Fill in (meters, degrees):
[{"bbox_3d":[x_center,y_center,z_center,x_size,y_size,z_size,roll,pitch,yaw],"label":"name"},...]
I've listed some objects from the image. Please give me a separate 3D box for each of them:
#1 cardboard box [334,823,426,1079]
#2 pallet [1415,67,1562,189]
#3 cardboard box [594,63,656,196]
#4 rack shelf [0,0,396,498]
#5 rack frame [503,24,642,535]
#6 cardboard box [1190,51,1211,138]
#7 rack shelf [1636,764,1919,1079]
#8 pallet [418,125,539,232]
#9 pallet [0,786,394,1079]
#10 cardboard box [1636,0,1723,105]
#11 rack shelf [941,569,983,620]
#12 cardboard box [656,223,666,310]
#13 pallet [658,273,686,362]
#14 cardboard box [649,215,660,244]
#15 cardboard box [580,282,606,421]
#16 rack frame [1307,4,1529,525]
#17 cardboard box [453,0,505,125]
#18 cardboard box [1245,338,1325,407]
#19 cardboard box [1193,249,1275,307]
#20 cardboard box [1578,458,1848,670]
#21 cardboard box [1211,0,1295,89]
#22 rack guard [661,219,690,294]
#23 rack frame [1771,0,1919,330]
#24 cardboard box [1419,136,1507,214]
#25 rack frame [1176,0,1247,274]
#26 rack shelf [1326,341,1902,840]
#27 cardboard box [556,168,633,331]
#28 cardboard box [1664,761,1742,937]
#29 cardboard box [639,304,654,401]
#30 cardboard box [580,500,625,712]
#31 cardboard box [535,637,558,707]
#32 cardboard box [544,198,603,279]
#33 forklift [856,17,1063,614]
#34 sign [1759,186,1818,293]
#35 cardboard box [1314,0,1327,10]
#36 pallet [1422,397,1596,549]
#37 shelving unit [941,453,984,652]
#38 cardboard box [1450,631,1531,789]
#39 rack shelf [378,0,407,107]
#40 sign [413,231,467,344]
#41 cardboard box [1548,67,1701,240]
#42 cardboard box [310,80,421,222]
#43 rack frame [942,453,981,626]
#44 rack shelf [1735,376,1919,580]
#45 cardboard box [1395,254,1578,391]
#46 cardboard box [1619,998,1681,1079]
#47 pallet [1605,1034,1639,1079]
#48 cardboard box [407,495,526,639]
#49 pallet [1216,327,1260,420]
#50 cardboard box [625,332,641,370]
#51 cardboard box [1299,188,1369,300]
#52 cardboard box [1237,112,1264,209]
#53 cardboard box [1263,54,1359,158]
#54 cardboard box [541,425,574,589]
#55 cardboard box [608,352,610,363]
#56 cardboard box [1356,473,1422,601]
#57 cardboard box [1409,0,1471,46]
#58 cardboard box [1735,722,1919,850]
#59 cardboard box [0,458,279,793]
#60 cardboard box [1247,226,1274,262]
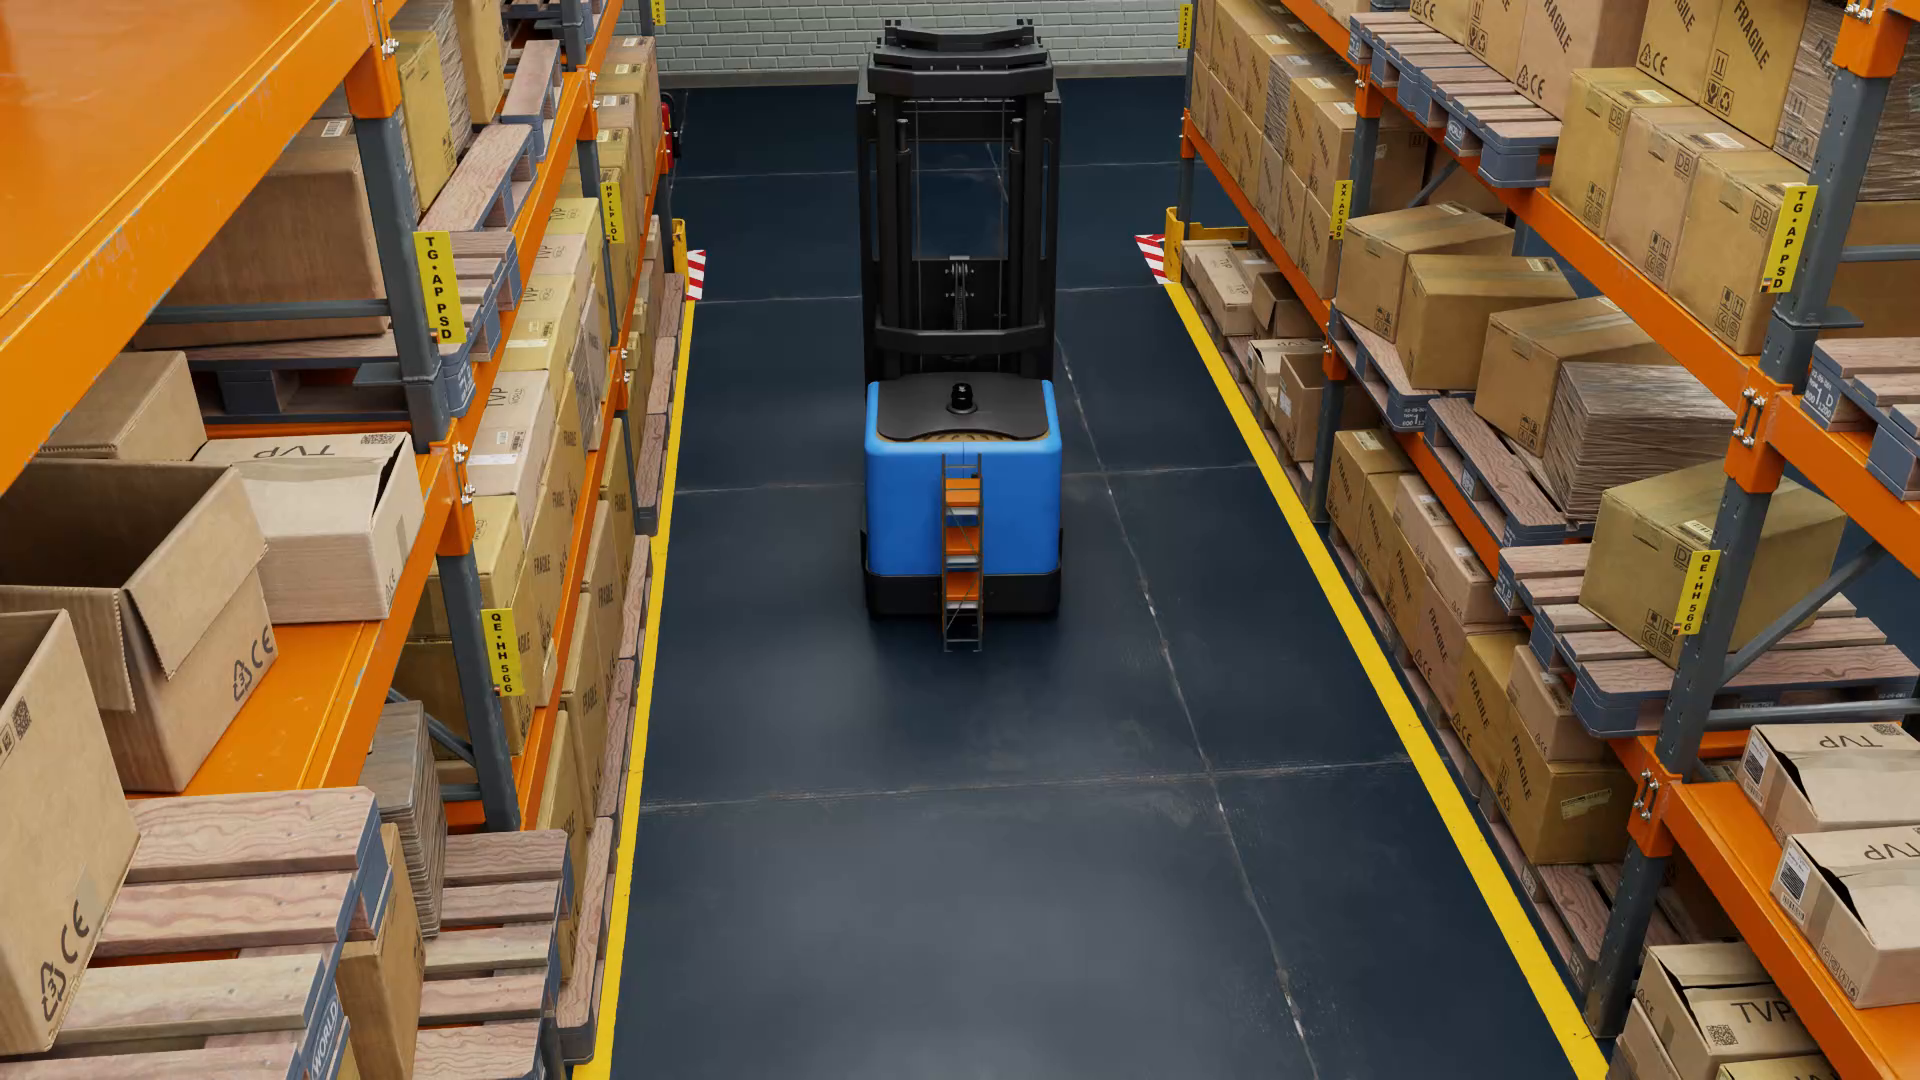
[{"bbox_3d":[-1.832,1.139,4.392,0.700,0.500,0.500,-6,31,-9],"label":"cardboard box"},{"bbox_3d":[2.684,-1.776,7.056,1.213,0.211,1.003,-3,31,-5],"label":"pallet"},{"bbox_3d":[-2.576,-2.735,11.112,0.980,0.700,0.700,-3,31,-5],"label":"cardboard box"},{"bbox_3d":[-1.778,-0.227,2.446,1.077,0.370,4.000,-3,31,-5],"label":"rack shelf"},{"bbox_3d":[-2.339,-1.195,8.826,1.000,3.000,0.127,-3,31,-5],"label":"rack frame"},{"bbox_3d":[1.998,-3.281,12.219,0.500,0.500,0.500,-2,31,-4],"label":"cardboard box"},{"bbox_3d":[3.154,1.938,4.282,1.077,0.370,4.000,-3,31,-5],"label":"rack shelf"},{"bbox_3d":[-2.185,-1.257,6.188,1.003,0.211,1.213,-1,31,-2],"label":"pallet"},{"bbox_3d":[-1.643,0.832,2.689,1.213,0.211,1.003,-3,31,-5],"label":"pallet"},{"bbox_3d":[2.837,-1.896,6.002,0.500,0.500,0.500,-3,31,-5],"label":"cardboard box"},{"bbox_3d":[0.011,0.323,8.749,0.215,0.259,0.240,-1,31,-1],"label":"rack shelf"},{"bbox_3d":[-2.547,-1.992,12.188,0.700,0.500,0.500,-3,31,-5],"label":"cardboard box"},{"bbox_3d":[-2.560,-1.636,12.283,1.003,0.211,1.213,-3,31,-5],"label":"pallet"},{"bbox_3d":[-2.354,-2.214,11.927,0.380,0.149,0.250,-3,31,-5],"label":"cardboard box"},{"bbox_3d":[-1.987,-0.891,7.909,0.500,0.500,0.500,-3,31,-4],"label":"cardboard box"},{"bbox_3d":[2.593,-1.435,9.227,1.000,3.000,0.127,-3,31,-5],"label":"rack frame"},{"bbox_3d":[-2.249,-1.979,6.687,0.700,0.500,0.500,-3,31,-6],"label":"cardboard box"},{"bbox_3d":[2.187,-1.129,10.909,0.500,0.311,0.500,-3,31,-5],"label":"cardboard box"},{"bbox_3d":[2.034,-1.939,12.323,0.500,0.250,0.500,-3,31,-5],"label":"cardboard box"},{"bbox_3d":[2.796,0.068,6.203,0.700,0.500,0.500,-13,33,-21],"label":"cardboard box"},{"bbox_3d":[2.055,-3.443,11.517,0.500,0.500,0.500,-2,31,-4],"label":"cardboard box"},{"bbox_3d":[-2.715,-2.177,12.907,1.175,0.500,0.348,-3,31,-5],"label":"rack guard"},{"bbox_3d":[2.967,-1.968,4.269,1.000,3.000,0.127,-3,31,-5],"label":"rack frame"},{"bbox_3d":[2.829,-2.161,9.370,0.500,0.500,0.500,-2,31,-3],"label":"cardboard box"},{"bbox_3d":[2.219,-3.477,12.646,1.000,3.000,0.127,-3,31,-5],"label":"rack frame"},{"bbox_3d":[2.780,-0.105,7.702,1.077,0.370,4.000,-3,31,-5],"label":"rack shelf"},{"bbox_3d":[-2.373,-1.602,9.214,0.980,0.700,0.700,-2,31,-4],"label":"cardboard box"},{"bbox_3d":[3.209,1.246,6.748,0.500,0.500,0.500,-1,31,-2],"label":"cardboard box"},{"bbox_3d":[-2.396,-1.208,10.875,0.700,0.500,0.500,-2,31,-3],"label":"cardboard box"},{"bbox_3d":[-2.062,0.327,7.965,0.750,0.750,0.750,-2,31,-3],"label":"cardboard box"},{"bbox_3d":[-1.720,0.498,6.216,0.380,0.149,0.250,-2,31,-3],"label":"cardboard box"},{"bbox_3d":[-2.040,-1.470,8.148,0.500,0.250,0.500,-2,31,-3],"label":"cardboard box"},{"bbox_3d":[-0.014,-1.579,9.535,1.130,2.935,3.031,-1,31,-1],"label":"forklift"},{"bbox_3d":[2.426,-0.877,4.864,0.100,0.325,0.005,-3,31,-5],"label":"sign"},{"bbox_3d":[2.247,-3.149,9.318,0.500,0.250,0.500,-3,31,-5],"label":"cardboard box"},{"bbox_3d":[2.780,-0.303,7.519,1.003,0.211,1.213,-3,31,-5],"label":"pallet"},{"bbox_3d":[0.011,0.075,8.601,0.215,1.050,0.252,-1,31,-1],"label":"shelving unit"},{"bbox_3d":[2.598,0.761,7.559,0.500,0.500,0.500,-4,31,-6],"label":"cardboard box"},{"bbox_3d":[-2.152,-2.269,5.865,1.077,0.370,4.000,-3,31,-5],"label":"rack shelf"},{"bbox_3d":[-1.424,-0.688,4.547,0.100,0.325,0.005,-3,31,-5],"label":"sign"},{"bbox_3d":[2.796,-1.470,6.263,0.910,0.500,0.500,-3,31,-5],"label":"cardboard box"},{"bbox_3d":[-2.169,-1.185,5.358,0.700,0.500,0.500,-4,31,-7],"label":"cardboard box"},{"bbox_3d":[0.008,0.012,8.705,0.200,1.050,0.008,-1,31,-1],"label":"rack frame"},{"bbox_3d":[3.154,0.650,3.513,1.077,0.370,4.000,-3,31,-5],"label":"rack shelf"},{"bbox_3d":[2.542,-1.057,8.088,0.700,0.500,0.500,2,31,3],"label":"cardboard box"},{"bbox_3d":[2.723,1.889,5.934,0.500,0.250,0.500,-3,31,-5],"label":"cardboard box"},{"bbox_3d":[3.005,2.227,5.816,1.003,0.211,1.213,-3,31,-5],"label":"pallet"},{"bbox_3d":[-1.753,0.087,5.541,0.500,0.250,0.500,-2,31,-3],"label":"cardboard box"},{"bbox_3d":[2.413,-1.212,11.574,1.003,0.211,1.213,-3,31,-5],"label":"pallet"},{"bbox_3d":[-2.157,-1.151,10.148,0.380,0.149,0.250,-2,31,-3],"label":"cardboard box"},{"bbox_3d":[2.291,-1.720,9.608,0.500,0.500,0.500,-2,31,-4],"label":"cardboard box"},{"bbox_3d":[2.141,-2.506,10.922,0.500,0.500,0.500,-2,31,-4],"label":"cardboard box"},{"bbox_3d":[2.191,-2.671,10.224,0.500,0.500,0.500,-3,31,-4],"label":"cardboard box"},{"bbox_3d":[-1.840,-0.114,6.608,0.500,0.500,0.500,-3,31,-5],"label":"cardboard box"},{"bbox_3d":[-2.025,-0.937,8.619,0.380,0.149,0.250,-2,31,-4],"label":"cardboard box"},{"bbox_3d":[2.457,-0.020,8.867,0.500,0.500,0.500,-2,31,-4],"label":"cardboard box"},{"bbox_3d":[2.567,-2.728,7.862,0.600,0.600,0.600,-6,31,-9],"label":"cardboard box"},{"bbox_3d":[2.957,0.834,5.516,0.500,0.311,0.500,-1,31,-1],"label":"cardboard box"},{"bbox_3d":[-1.936,0.173,3.491,0.797,0.503,0.637,1,31,2],"label":"cardboard box"},{"bbox_3d":[2.515,-2.327,12.729,0.500,0.500,0.500,-3,31,-5],"label":"cardboard box"}]
